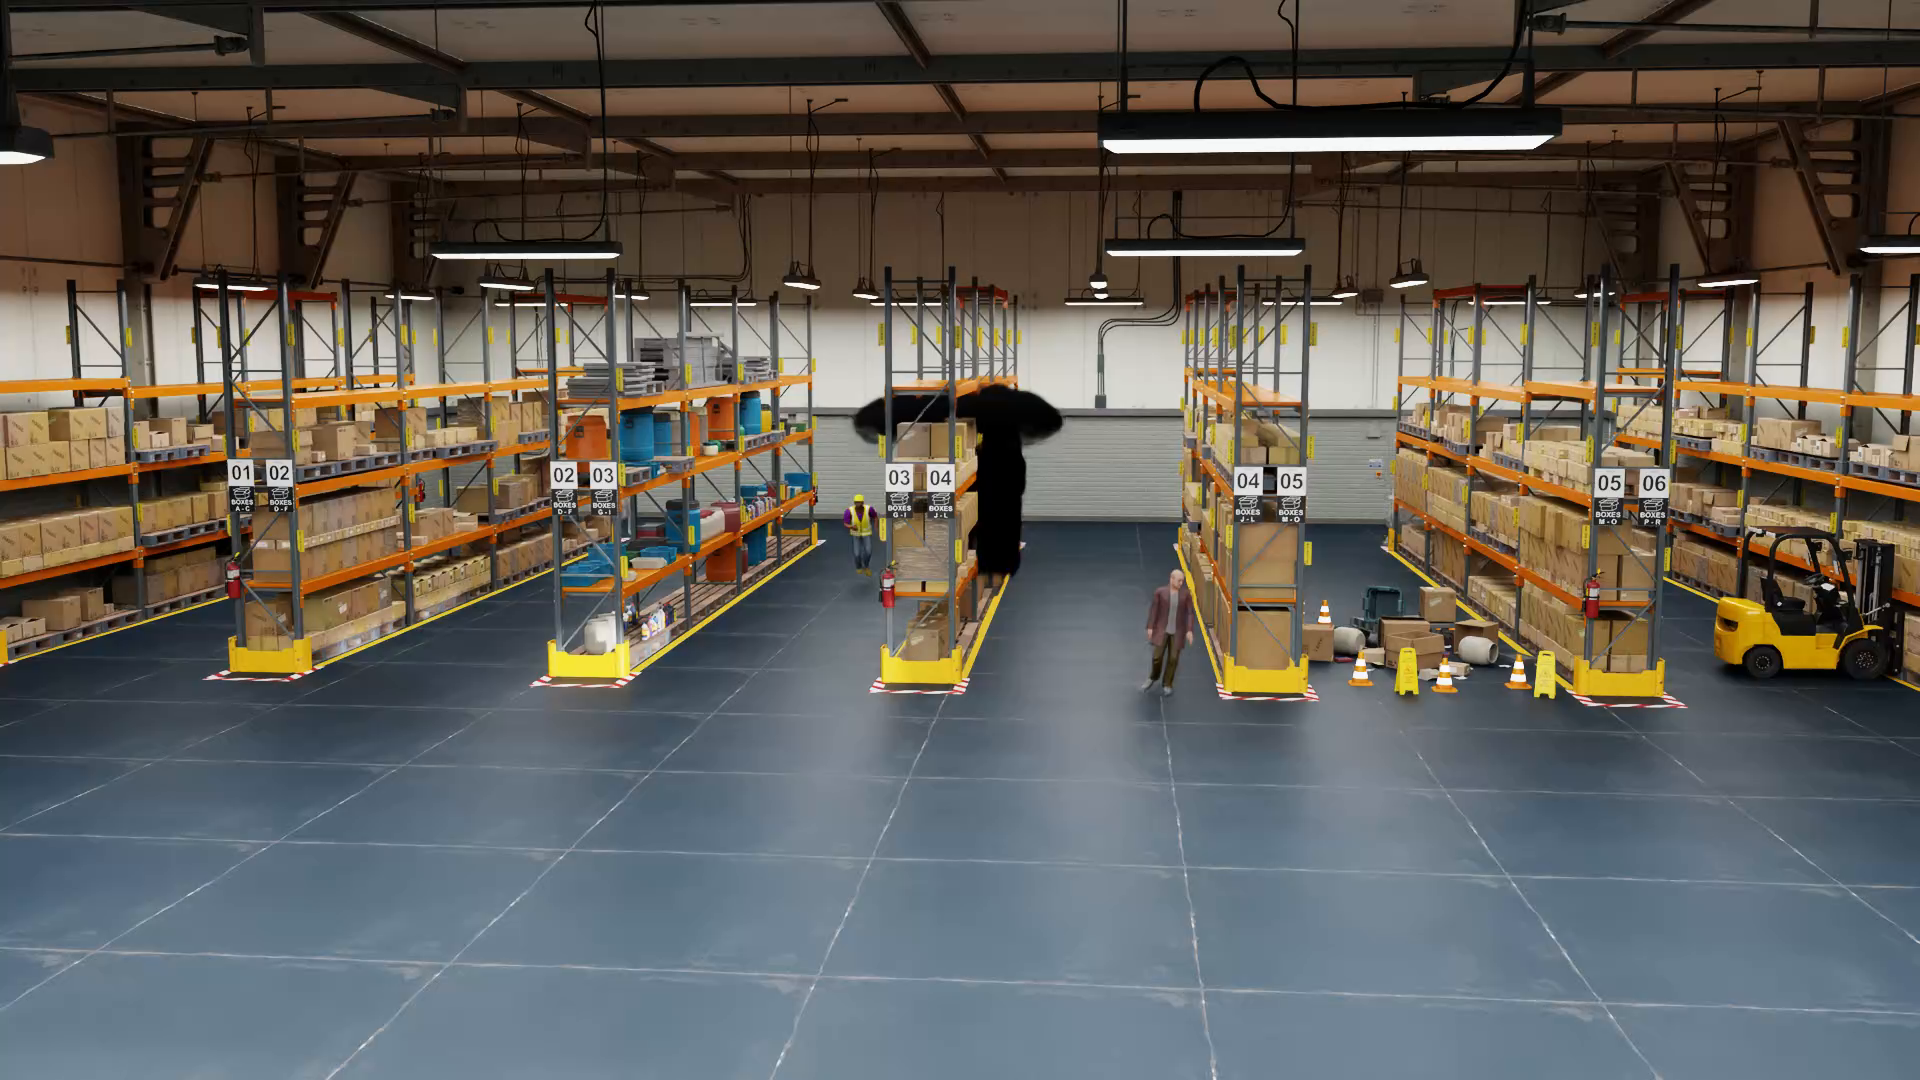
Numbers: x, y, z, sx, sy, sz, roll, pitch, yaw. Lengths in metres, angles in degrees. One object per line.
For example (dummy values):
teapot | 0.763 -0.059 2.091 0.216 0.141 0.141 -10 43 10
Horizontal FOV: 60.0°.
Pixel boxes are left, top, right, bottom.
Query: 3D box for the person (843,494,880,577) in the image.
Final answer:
person | -1.956 -0.085 33.021 0.722 1.682 0.839 -1 7 -4

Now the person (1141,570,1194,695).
person | 2.916 1.277 23.292 0.703 1.757 0.530 0 7 -3

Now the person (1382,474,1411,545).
person | 10.660 -0.763 40.159 0.855 1.826 0.688 0 7 0

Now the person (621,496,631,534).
person | -8.545 -0.962 42.488 0.549 1.646 0.843 -7 10 -45
